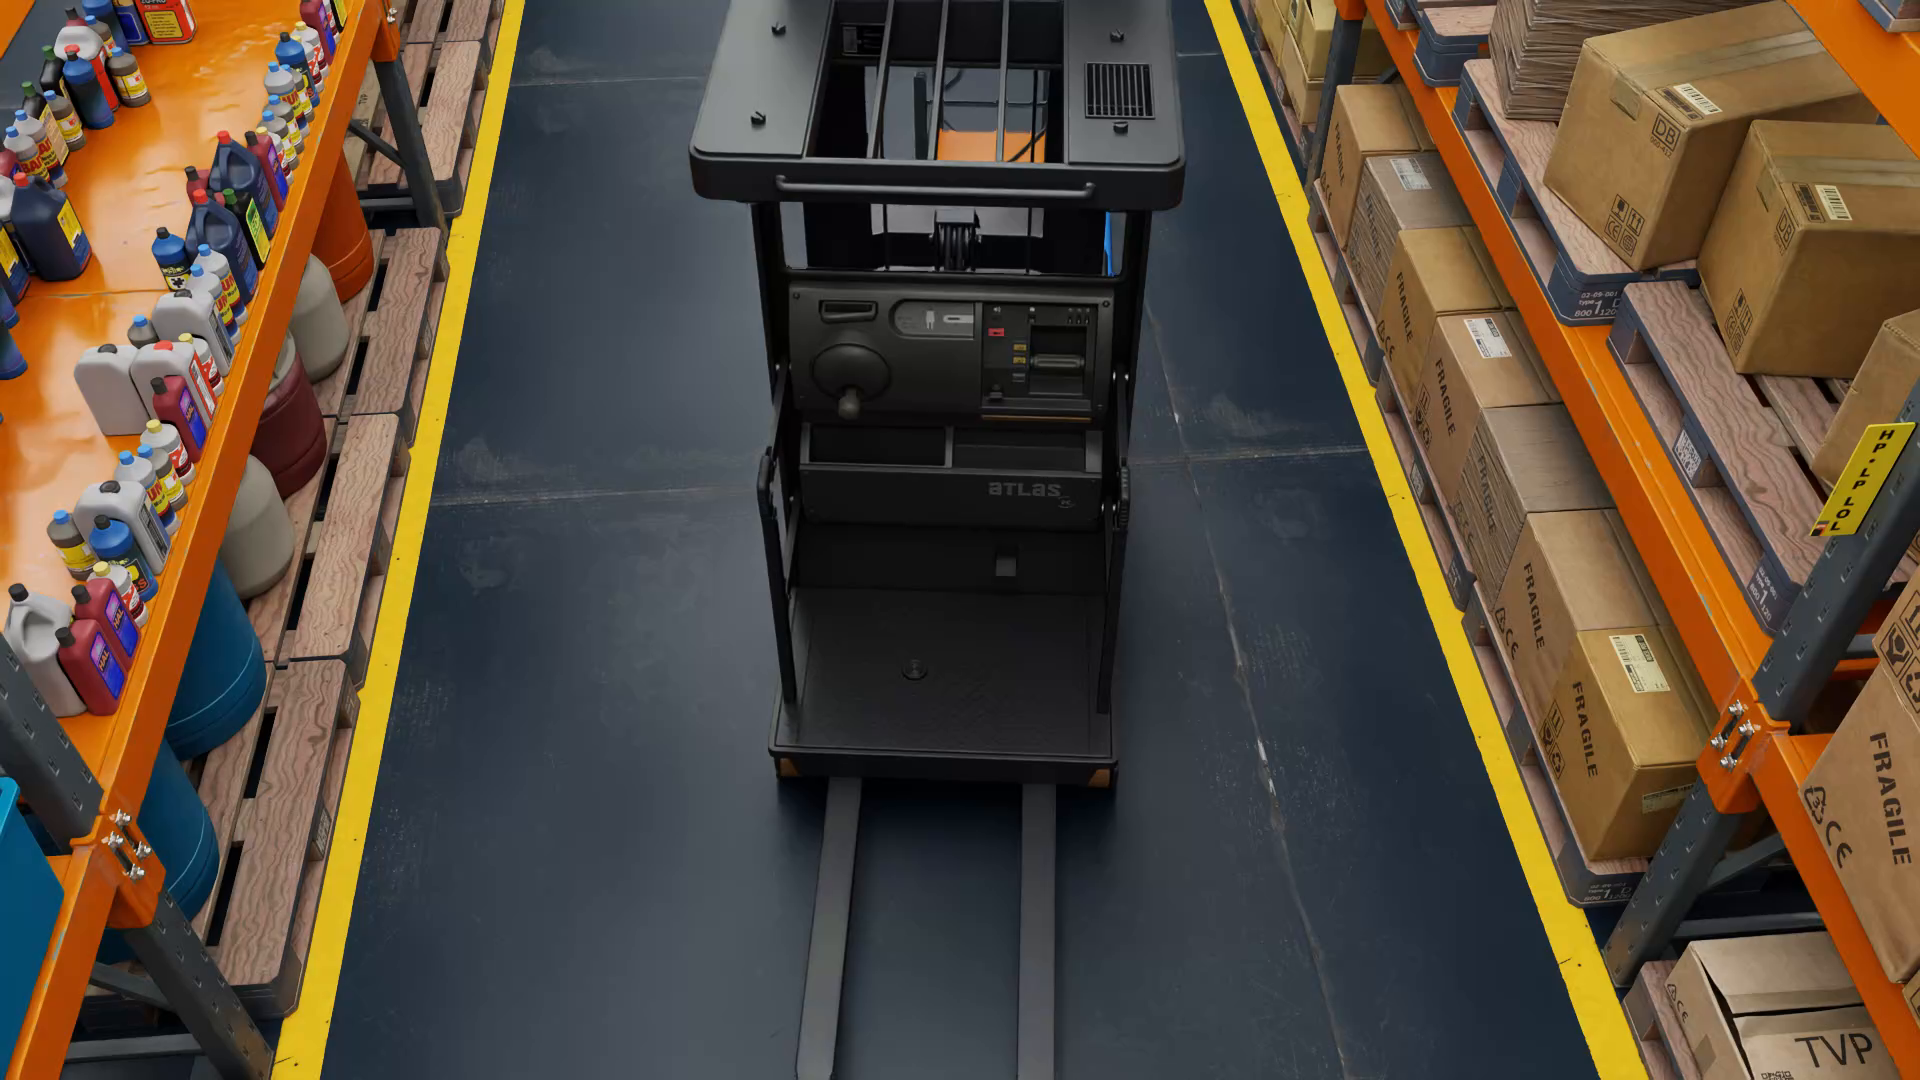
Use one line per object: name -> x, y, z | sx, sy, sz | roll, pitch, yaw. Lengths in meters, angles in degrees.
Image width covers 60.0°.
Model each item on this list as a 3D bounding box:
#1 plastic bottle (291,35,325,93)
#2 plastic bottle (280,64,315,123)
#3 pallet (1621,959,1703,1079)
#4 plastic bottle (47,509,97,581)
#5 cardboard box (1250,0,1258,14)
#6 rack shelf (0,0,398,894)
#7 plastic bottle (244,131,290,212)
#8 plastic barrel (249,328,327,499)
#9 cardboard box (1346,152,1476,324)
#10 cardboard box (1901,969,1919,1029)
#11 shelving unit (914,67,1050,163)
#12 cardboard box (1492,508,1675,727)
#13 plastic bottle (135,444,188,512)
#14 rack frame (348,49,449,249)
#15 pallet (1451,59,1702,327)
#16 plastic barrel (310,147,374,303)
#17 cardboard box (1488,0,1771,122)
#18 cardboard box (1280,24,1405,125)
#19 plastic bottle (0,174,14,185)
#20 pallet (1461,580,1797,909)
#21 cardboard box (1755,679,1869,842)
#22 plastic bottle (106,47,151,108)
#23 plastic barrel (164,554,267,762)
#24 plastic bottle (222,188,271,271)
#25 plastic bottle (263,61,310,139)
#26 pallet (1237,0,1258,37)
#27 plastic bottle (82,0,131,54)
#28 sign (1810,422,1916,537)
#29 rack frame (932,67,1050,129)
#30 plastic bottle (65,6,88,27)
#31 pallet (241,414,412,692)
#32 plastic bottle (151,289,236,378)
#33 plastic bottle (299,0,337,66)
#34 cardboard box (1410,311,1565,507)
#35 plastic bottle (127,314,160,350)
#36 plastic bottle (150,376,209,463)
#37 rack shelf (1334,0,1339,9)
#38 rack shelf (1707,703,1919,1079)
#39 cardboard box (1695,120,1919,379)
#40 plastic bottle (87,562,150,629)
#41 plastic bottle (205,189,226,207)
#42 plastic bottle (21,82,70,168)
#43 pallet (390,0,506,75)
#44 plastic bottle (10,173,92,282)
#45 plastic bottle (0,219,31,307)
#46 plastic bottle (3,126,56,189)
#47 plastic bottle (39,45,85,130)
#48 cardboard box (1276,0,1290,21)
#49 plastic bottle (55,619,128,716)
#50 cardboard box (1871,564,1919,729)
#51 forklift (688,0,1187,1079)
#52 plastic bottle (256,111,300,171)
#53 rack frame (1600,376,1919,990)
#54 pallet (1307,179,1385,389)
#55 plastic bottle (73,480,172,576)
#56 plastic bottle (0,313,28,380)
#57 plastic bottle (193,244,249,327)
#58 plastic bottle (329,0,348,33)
plastic bottle -> -2.342, -1.700, 5.931 | 0.097, 0.201, 0.097 | 0, 47, 0
plastic bottle -> -2.326, -1.559, 5.798 | 0.097, 0.201, 0.097 | 0, 47, 0
pallet -> 2.507, 1.694, 4.500 | 1.003, 0.211, 1.213 | -3, 47, -3
plastic bottle -> -2.298, 0.003, 4.318 | 0.097, 0.201, 0.097 | 0, 47, 0
cardboard box -> 1.743, -2.957, 8.589 | 0.500, 0.250, 0.500 | -3, 47, -2
rack shelf -> -2.653, -0.663, 5.307 | 1.077, 0.370, 4.000 | -3, 47, -3
plastic bottle -> -2.266, -1.223, 5.423 | 0.061, 0.283, 0.133 | -3, 47, -3
plastic barrel -> -2.668, -0.502, 6.032 | 0.600, 0.588, 0.708 | -3, 47, -3
cardboard box -> 1.919, -1.222, 6.760 | 0.500, 0.500, 0.500 | -5, 47, -5
cardboard box -> 2.268, 0.960, 3.206 | 0.500, 0.500, 0.500 | -3, 47, -3
shelving unit -> 0.114, -1.438, 6.579 | 0.587, 1.500, 1.083 | 2, 47, 2
cardboard box -> 2.091, 0.249, 5.367 | 0.500, 0.500, 0.500 | -3, 47, -3
plastic bottle -> -2.166, -0.174, 4.485 | 0.097, 0.201, 0.097 | 0, 47, 0
rack frame -> -2.820, -2.357, 6.417 | 1.000, 3.000, 0.127 | -3, 47, -3
pallet -> 2.283, -1.183, 5.437 | 1.003, 0.211, 1.213 | -3, 47, -3
plastic barrel -> -2.762, -1.403, 6.718 | 0.600, 0.830, 0.708 | -3, 47, -3
cardboard box -> 2.167, -1.712, 5.448 | 0.700, 0.500, 0.500 | 4, 47, 4
cardboard box -> 1.829, -2.220, 7.891 | 0.500, 0.250, 0.500 | -2, 47, -2
plastic bottle -> -3.027, -1.059, 5.276 | 0.097, 0.271, 0.097 | 0, 47, 0
pallet -> 2.345, 0.611, 5.526 | 1.003, 0.211, 1.213 | -3, 47, -3
cardboard box -> 2.653, 0.582, 5.052 | 0.500, 0.500, 0.500 | -5, 47, -5
plastic bottle -> -2.945, -1.643, 5.876 | 0.097, 0.201, 0.097 | 0, 47, 0
plastic barrel -> -2.573, 0.207, 5.144 | 0.600, 0.901, 0.708 | -3, 47, -3
plastic bottle -> -2.239, -0.993, 5.205 | 0.061, 0.283, 0.133 | -3, 47, -3
plastic bottle -> -2.318, -1.513, 5.706 | 0.097, 0.271, 0.097 | 0, 47, 0
pallet -> 1.987, -3.175, 9.112 | 1.003, 0.211, 1.213 | -3, 47, -3
plastic bottle -> -3.124, -1.895, 6.067 | 0.097, 0.271, 0.097 | 0, 47, 0
sign -> 1.898, -0.123, 3.503 | 0.100, 0.325, 0.005 | -3, 47, -3
rack frame -> 0.136, -1.813, 6.934 | 0.500, 1.500, 0.032 | 2, 47, 2
plastic bottle -> -3.124, -1.744, 5.916 | 0.061, 0.283, 0.133 | -3, 47, -3
pallet -> -2.614, 0.050, 6.057 | 1.003, 0.211, 1.213 | -3, 47, -3
plastic bottle -> -2.241, -0.616, 4.853 | 0.152, 0.276, 0.135 | -3, 47, -3
plastic bottle -> -2.342, -1.883, 6.048 | 0.061, 0.283, 0.133 | -3, 47, -3
cardboard box -> 2.005, -0.482, 6.059 | 0.500, 0.500, 0.500 | -5, 47, -5
plastic bottle -> -2.364, -0.570, 4.860 | 0.097, 0.201, 0.097 | 0, 47, 0
plastic bottle -> -2.165, -0.357, 4.602 | 0.061, 0.283, 0.133 | -3, 47, -3
rack shelf -> 1.949, -3.855, 8.331 | 1.077, 0.370, 4.000 | -3, 47, -3
rack shelf -> 2.618, 1.933, 2.849 | 1.077, 0.370, 4.000 | -3, 47, -3
cardboard box -> 2.513, -0.790, 4.575 | 0.700, 0.500, 0.500 | 3, 47, 3
plastic bottle -> -2.130, 0.135, 4.193 | 0.097, 0.201, 0.097 | 0, 47, 0
plastic bottle -> -2.300, -0.990, 5.202 | 0.061, 0.283, 0.133 | -3, 47, -3
plastic bottle -> -3.082, -1.383, 5.574 | 0.061, 0.283, 0.133 | -3, 47, -3
pallet -> -2.945, -2.842, 8.796 | 1.003, 0.211, 1.213 | -3, 47, -3
plastic bottle -> -2.840, -0.995, 5.160 | 0.144, 0.351, 0.185 | -3, 47, -3
plastic bottle -> -2.981, -0.888, 5.059 | 0.144, 0.351, 0.185 | -3, 47, -3
plastic bottle -> -3.046, -1.226, 5.434 | 0.097, 0.271, 0.097 | 0, 47, 0
plastic bottle -> -3.102, -1.550, 5.732 | 0.061, 0.283, 0.133 | -3, 47, -3
cardboard box -> 1.777, -2.787, 8.042 | 0.500, 0.311, 0.500 | -4, 47, -4
plastic bottle -> -2.091, 0.286, 3.994 | 0.061, 0.283, 0.133 | -3, 47, -3
cardboard box -> 2.210, 0.218, 3.220 | 0.500, 0.500, 0.500 | -2, 47, -2
forklift -> -0.034, -0.440, 4.648 | 1.130, 2.935, 3.031 | 2, 47, 2
plastic bottle -> -2.302, -1.348, 5.598 | 0.097, 0.201, 0.097 | 0, 47, 0
rack frame -> 2.451, 0.238, 3.958 | 1.000, 3.000, 0.127 | -3, 47, -3
pallet -> 2.141, -1.154, 7.198 | 1.003, 0.211, 1.213 | -3, 47, -3
plastic bottle -> -2.175, -0.043, 4.311 | 0.152, 0.276, 0.135 | -3, 47, -3
plastic bottle -> -2.821, -0.600, 4.841 | 0.097, 0.271, 0.097 | 0, 47, 0
plastic bottle -> -2.232, -0.771, 5.003 | 0.097, 0.271, 0.097 | 0, 47, 0
plastic bottle -> -2.361, -2.050, 6.206 | 0.061, 0.283, 0.133 | -3, 47, -3
